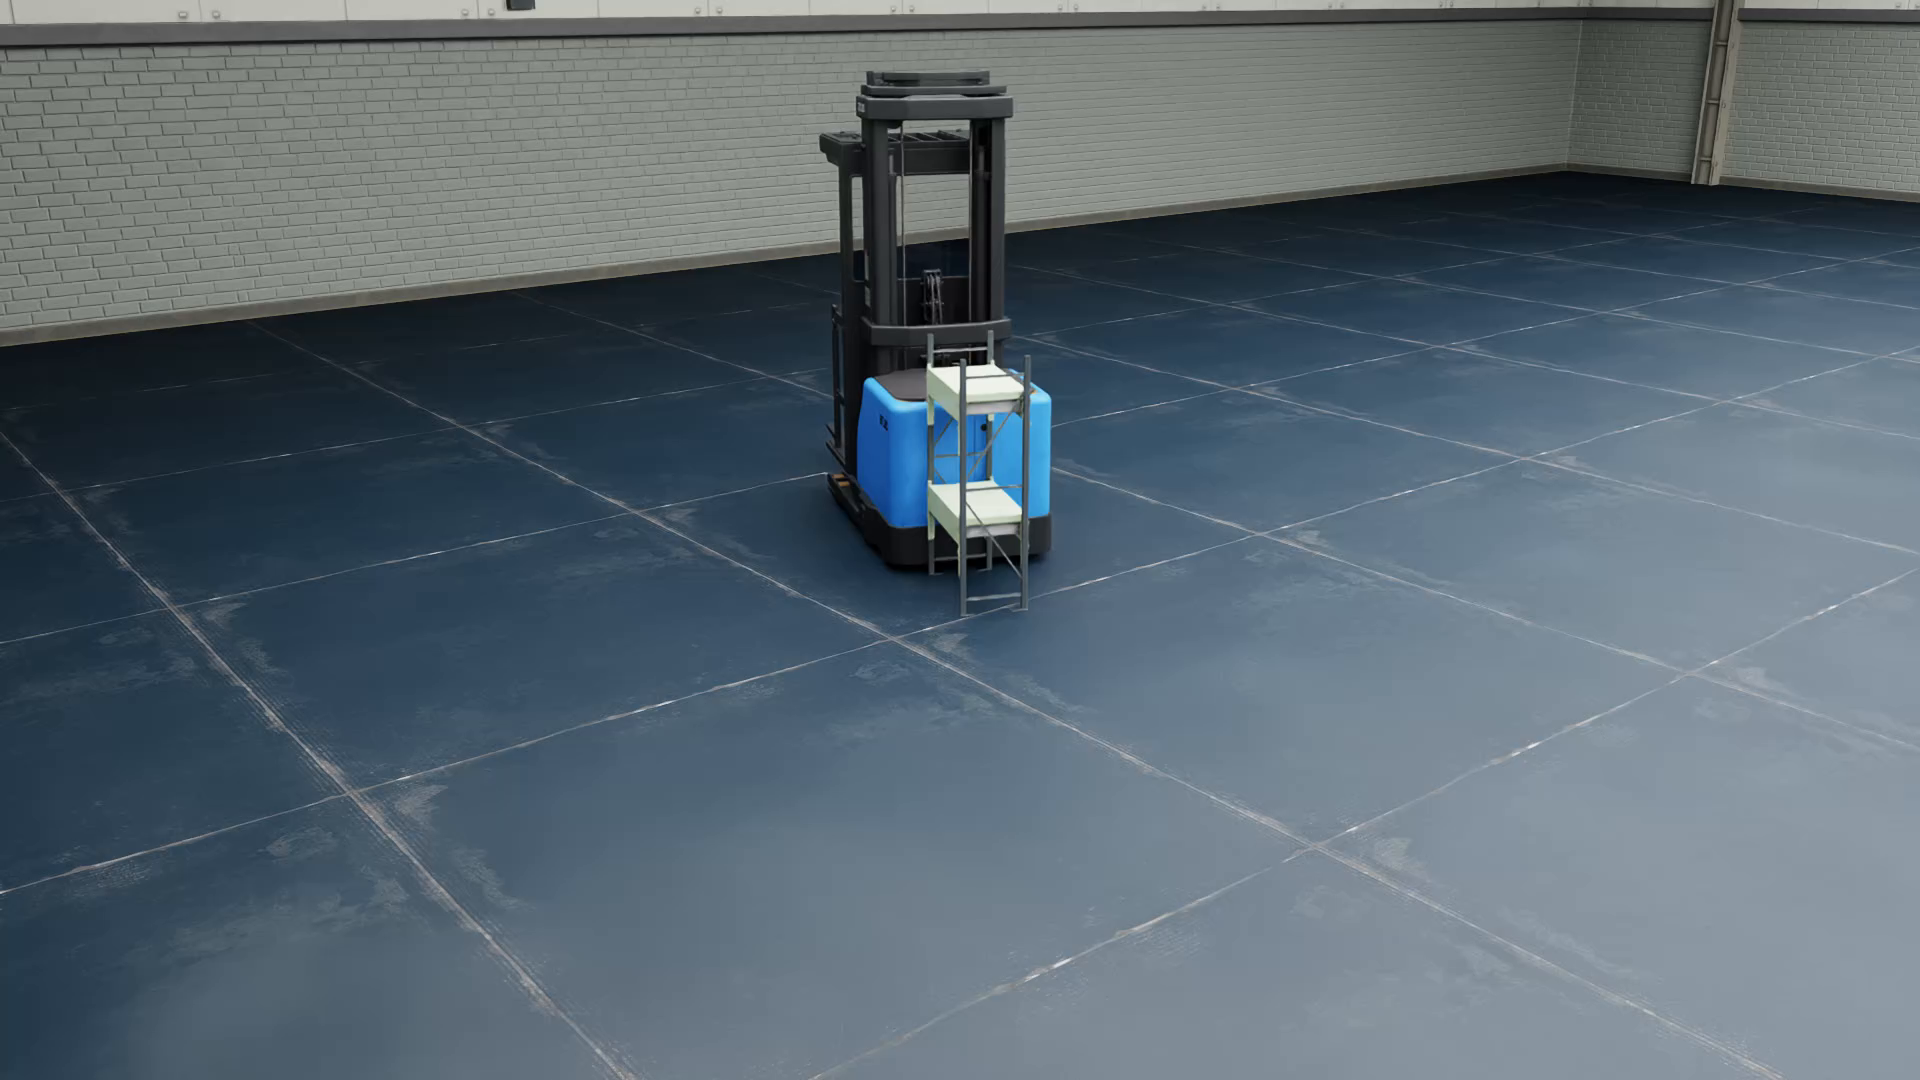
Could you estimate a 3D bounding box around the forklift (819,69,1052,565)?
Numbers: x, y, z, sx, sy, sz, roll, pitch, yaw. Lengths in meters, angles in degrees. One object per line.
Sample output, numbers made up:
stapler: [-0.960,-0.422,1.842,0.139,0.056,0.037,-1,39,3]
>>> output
forklift: [-0.309,-1.662,11.220,1.130,2.935,3.031,-5,19,-15]

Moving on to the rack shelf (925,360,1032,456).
rack shelf: [0.098,-0.768,9.554,0.431,0.370,0.720,-5,19,-14]

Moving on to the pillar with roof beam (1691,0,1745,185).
pillar with roof beam: [10.401,-10.016,26.795,9.100,9.000,0.400,-14,23,-36]

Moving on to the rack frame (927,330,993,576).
rack frame: [0.002,-0.509,10.012,0.400,1.500,0.023,-5,19,-14]

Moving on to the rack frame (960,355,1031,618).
rack frame: [0.194,-0.286,9.342,0.400,1.500,0.023,-5,19,-14]

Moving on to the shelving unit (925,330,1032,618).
shelving unit: [0.098,-0.398,9.677,0.431,1.500,0.755,-5,19,-14]

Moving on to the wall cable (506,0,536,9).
wall cable: [-4.258,-9.156,18.787,2.305,6.003,0.169,-14,23,-36]

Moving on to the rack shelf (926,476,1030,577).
rack shelf: [0.098,-0.088,9.780,0.431,0.370,0.720,-5,19,-14]
